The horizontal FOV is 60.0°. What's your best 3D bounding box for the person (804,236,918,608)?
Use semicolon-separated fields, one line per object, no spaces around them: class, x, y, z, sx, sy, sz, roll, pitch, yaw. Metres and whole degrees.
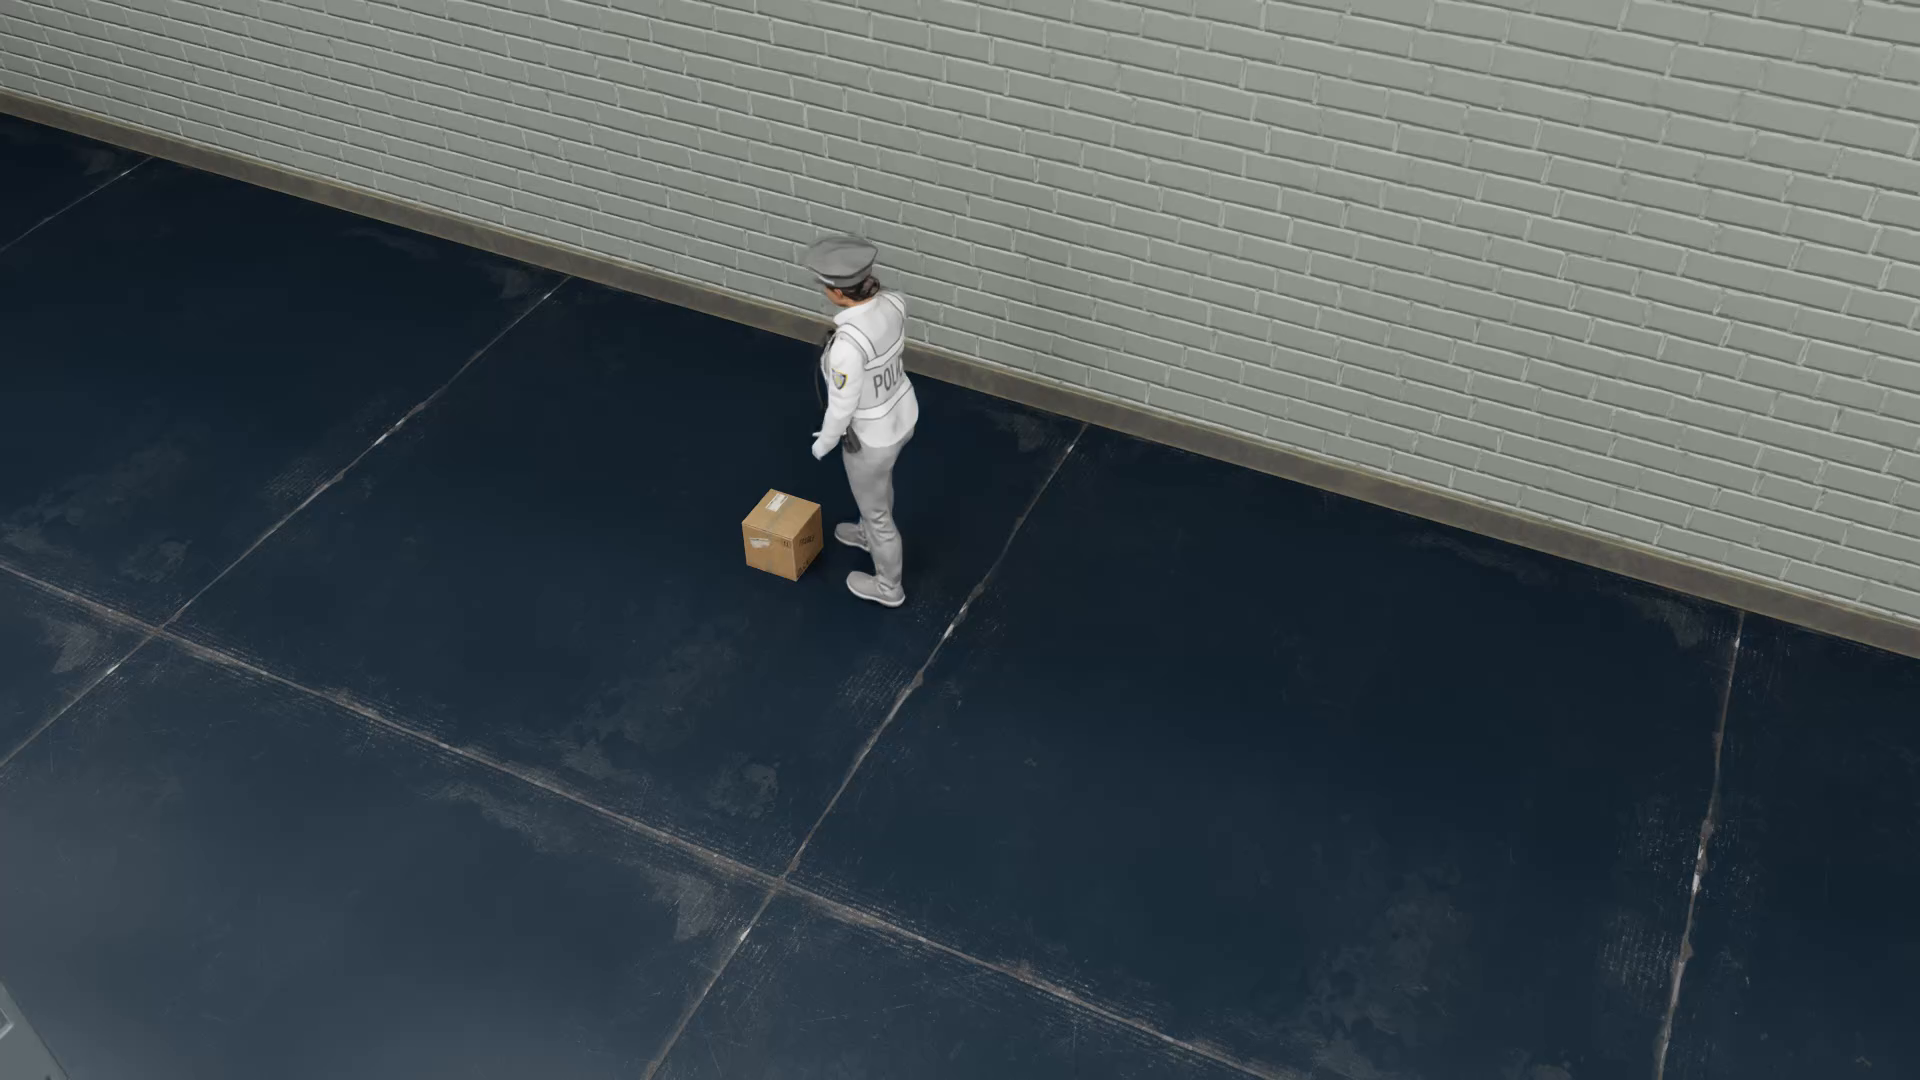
person;-0.415;-0.458;6.652;0.514;1.679;0.521;18;45;19
